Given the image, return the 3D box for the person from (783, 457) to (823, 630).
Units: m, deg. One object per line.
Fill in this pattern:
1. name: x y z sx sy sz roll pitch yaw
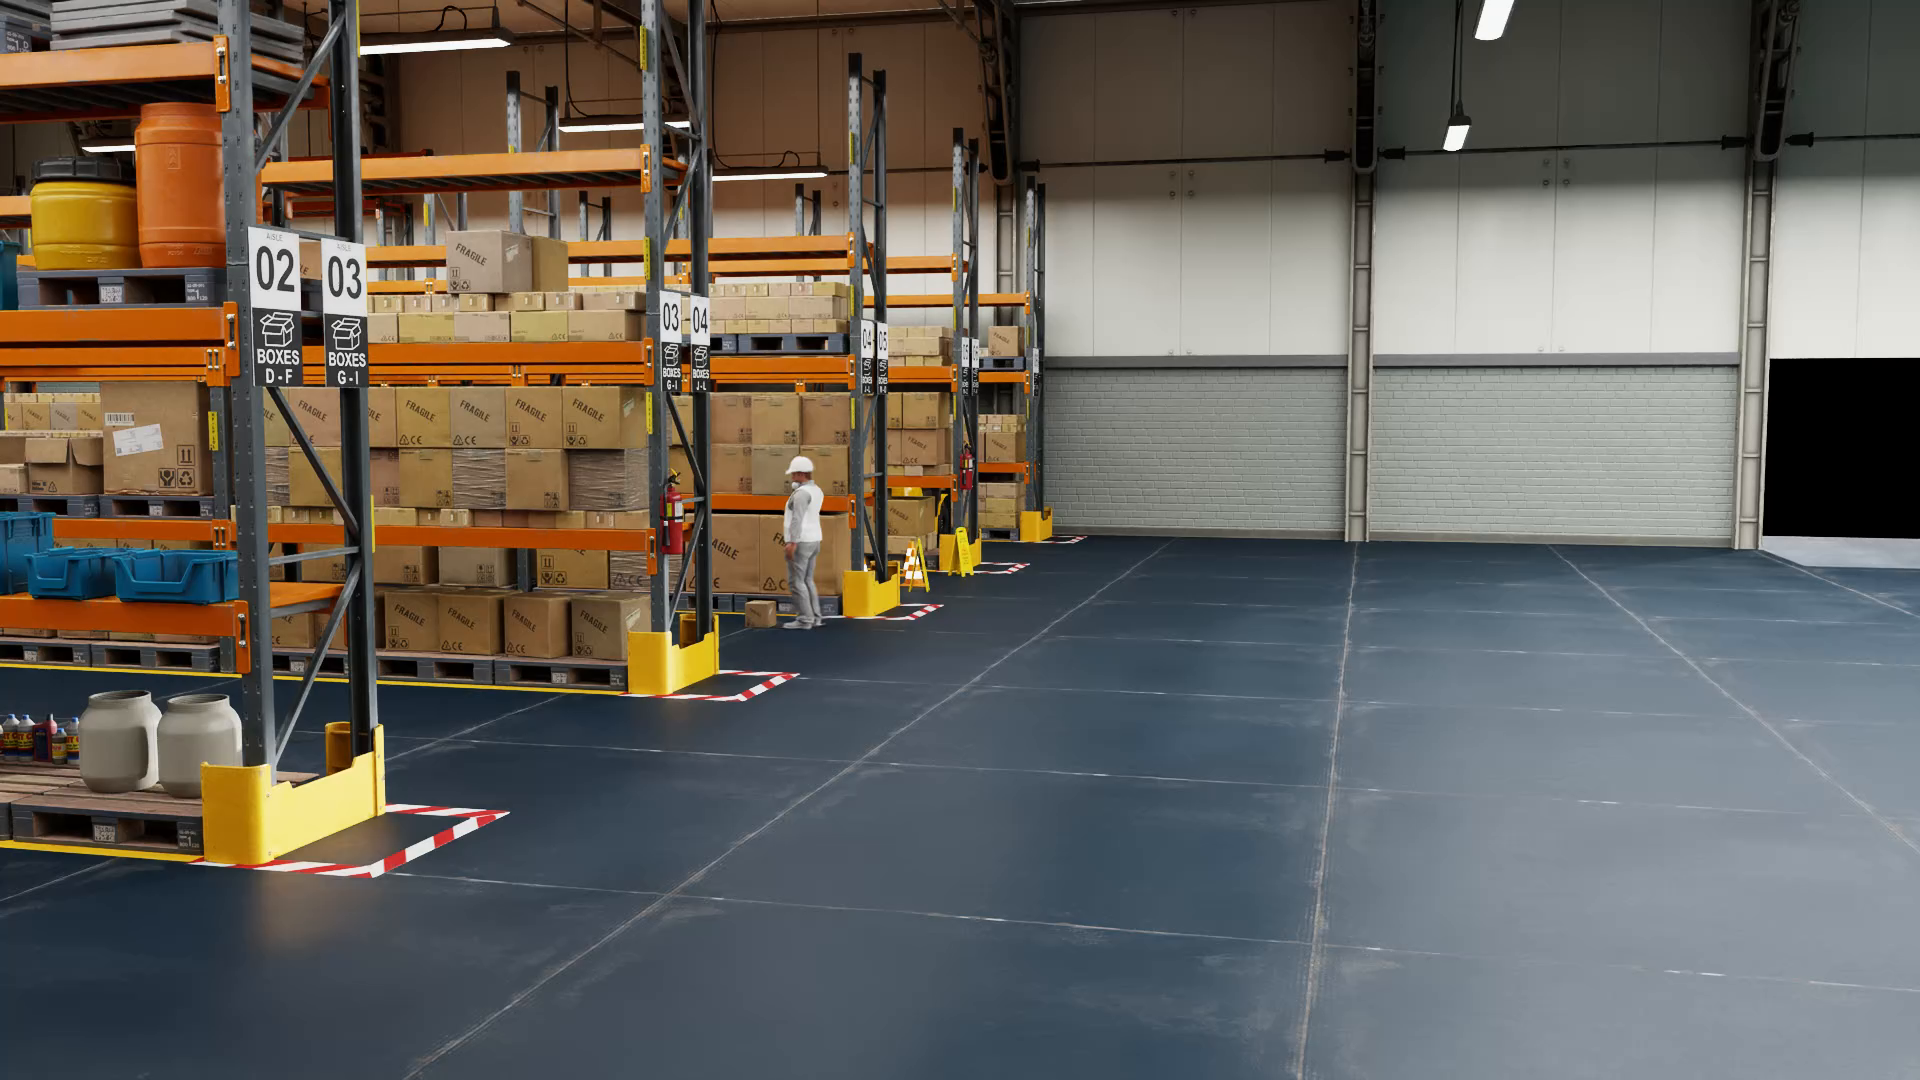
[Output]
1. person: -1.617 0.033 17.078 0.357 1.771 0.533 1 5 15
